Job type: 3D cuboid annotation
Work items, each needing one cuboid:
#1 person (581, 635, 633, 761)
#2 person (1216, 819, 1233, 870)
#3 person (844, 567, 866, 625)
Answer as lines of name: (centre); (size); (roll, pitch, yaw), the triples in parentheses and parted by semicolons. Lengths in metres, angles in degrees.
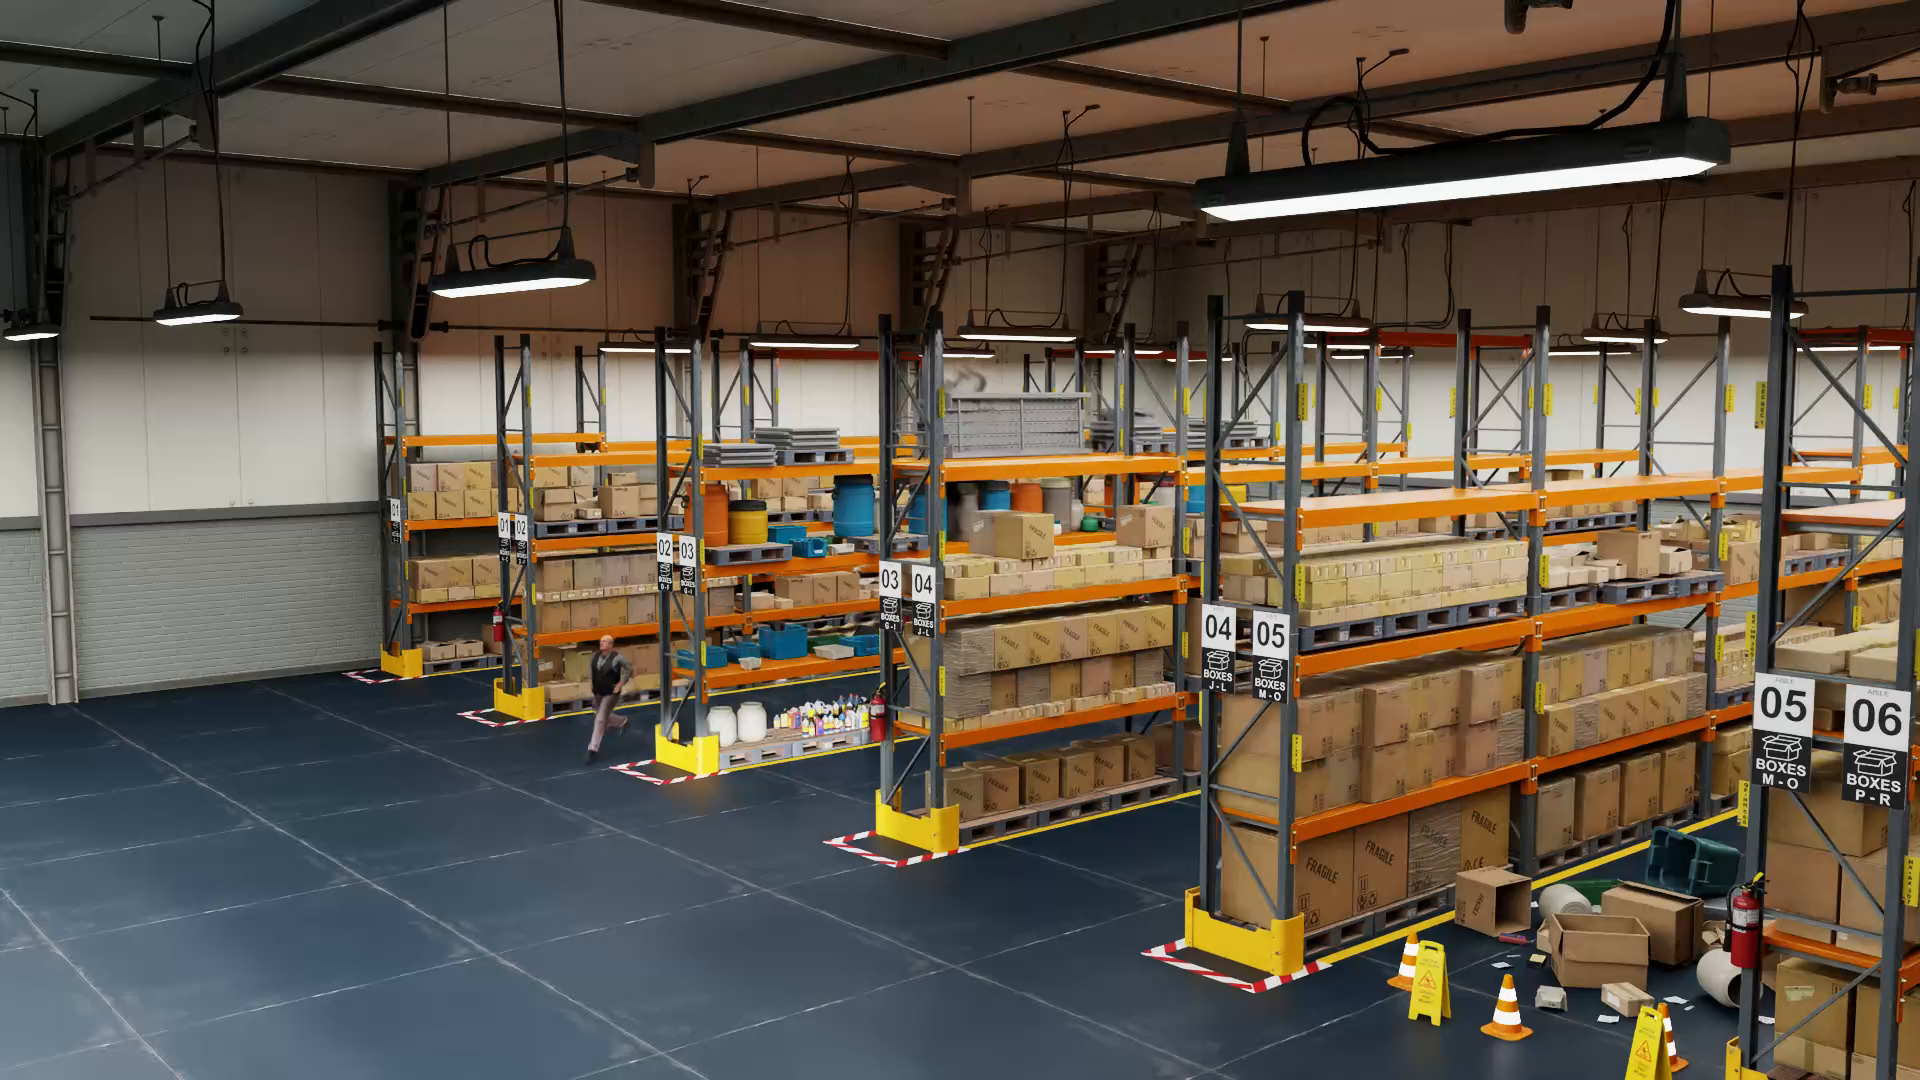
person: (-4.989, 2.174, 23.503); (0.653, 1.685, 1.091); (3, 6, 30)
person: (3.099, 2.689, 18.055); (0.584, 1.754, 0.760); (5, 7, 44)
person: (-2.029, 1.341, 33.183); (0.617, 1.625, 0.643); (5, 7, 43)
